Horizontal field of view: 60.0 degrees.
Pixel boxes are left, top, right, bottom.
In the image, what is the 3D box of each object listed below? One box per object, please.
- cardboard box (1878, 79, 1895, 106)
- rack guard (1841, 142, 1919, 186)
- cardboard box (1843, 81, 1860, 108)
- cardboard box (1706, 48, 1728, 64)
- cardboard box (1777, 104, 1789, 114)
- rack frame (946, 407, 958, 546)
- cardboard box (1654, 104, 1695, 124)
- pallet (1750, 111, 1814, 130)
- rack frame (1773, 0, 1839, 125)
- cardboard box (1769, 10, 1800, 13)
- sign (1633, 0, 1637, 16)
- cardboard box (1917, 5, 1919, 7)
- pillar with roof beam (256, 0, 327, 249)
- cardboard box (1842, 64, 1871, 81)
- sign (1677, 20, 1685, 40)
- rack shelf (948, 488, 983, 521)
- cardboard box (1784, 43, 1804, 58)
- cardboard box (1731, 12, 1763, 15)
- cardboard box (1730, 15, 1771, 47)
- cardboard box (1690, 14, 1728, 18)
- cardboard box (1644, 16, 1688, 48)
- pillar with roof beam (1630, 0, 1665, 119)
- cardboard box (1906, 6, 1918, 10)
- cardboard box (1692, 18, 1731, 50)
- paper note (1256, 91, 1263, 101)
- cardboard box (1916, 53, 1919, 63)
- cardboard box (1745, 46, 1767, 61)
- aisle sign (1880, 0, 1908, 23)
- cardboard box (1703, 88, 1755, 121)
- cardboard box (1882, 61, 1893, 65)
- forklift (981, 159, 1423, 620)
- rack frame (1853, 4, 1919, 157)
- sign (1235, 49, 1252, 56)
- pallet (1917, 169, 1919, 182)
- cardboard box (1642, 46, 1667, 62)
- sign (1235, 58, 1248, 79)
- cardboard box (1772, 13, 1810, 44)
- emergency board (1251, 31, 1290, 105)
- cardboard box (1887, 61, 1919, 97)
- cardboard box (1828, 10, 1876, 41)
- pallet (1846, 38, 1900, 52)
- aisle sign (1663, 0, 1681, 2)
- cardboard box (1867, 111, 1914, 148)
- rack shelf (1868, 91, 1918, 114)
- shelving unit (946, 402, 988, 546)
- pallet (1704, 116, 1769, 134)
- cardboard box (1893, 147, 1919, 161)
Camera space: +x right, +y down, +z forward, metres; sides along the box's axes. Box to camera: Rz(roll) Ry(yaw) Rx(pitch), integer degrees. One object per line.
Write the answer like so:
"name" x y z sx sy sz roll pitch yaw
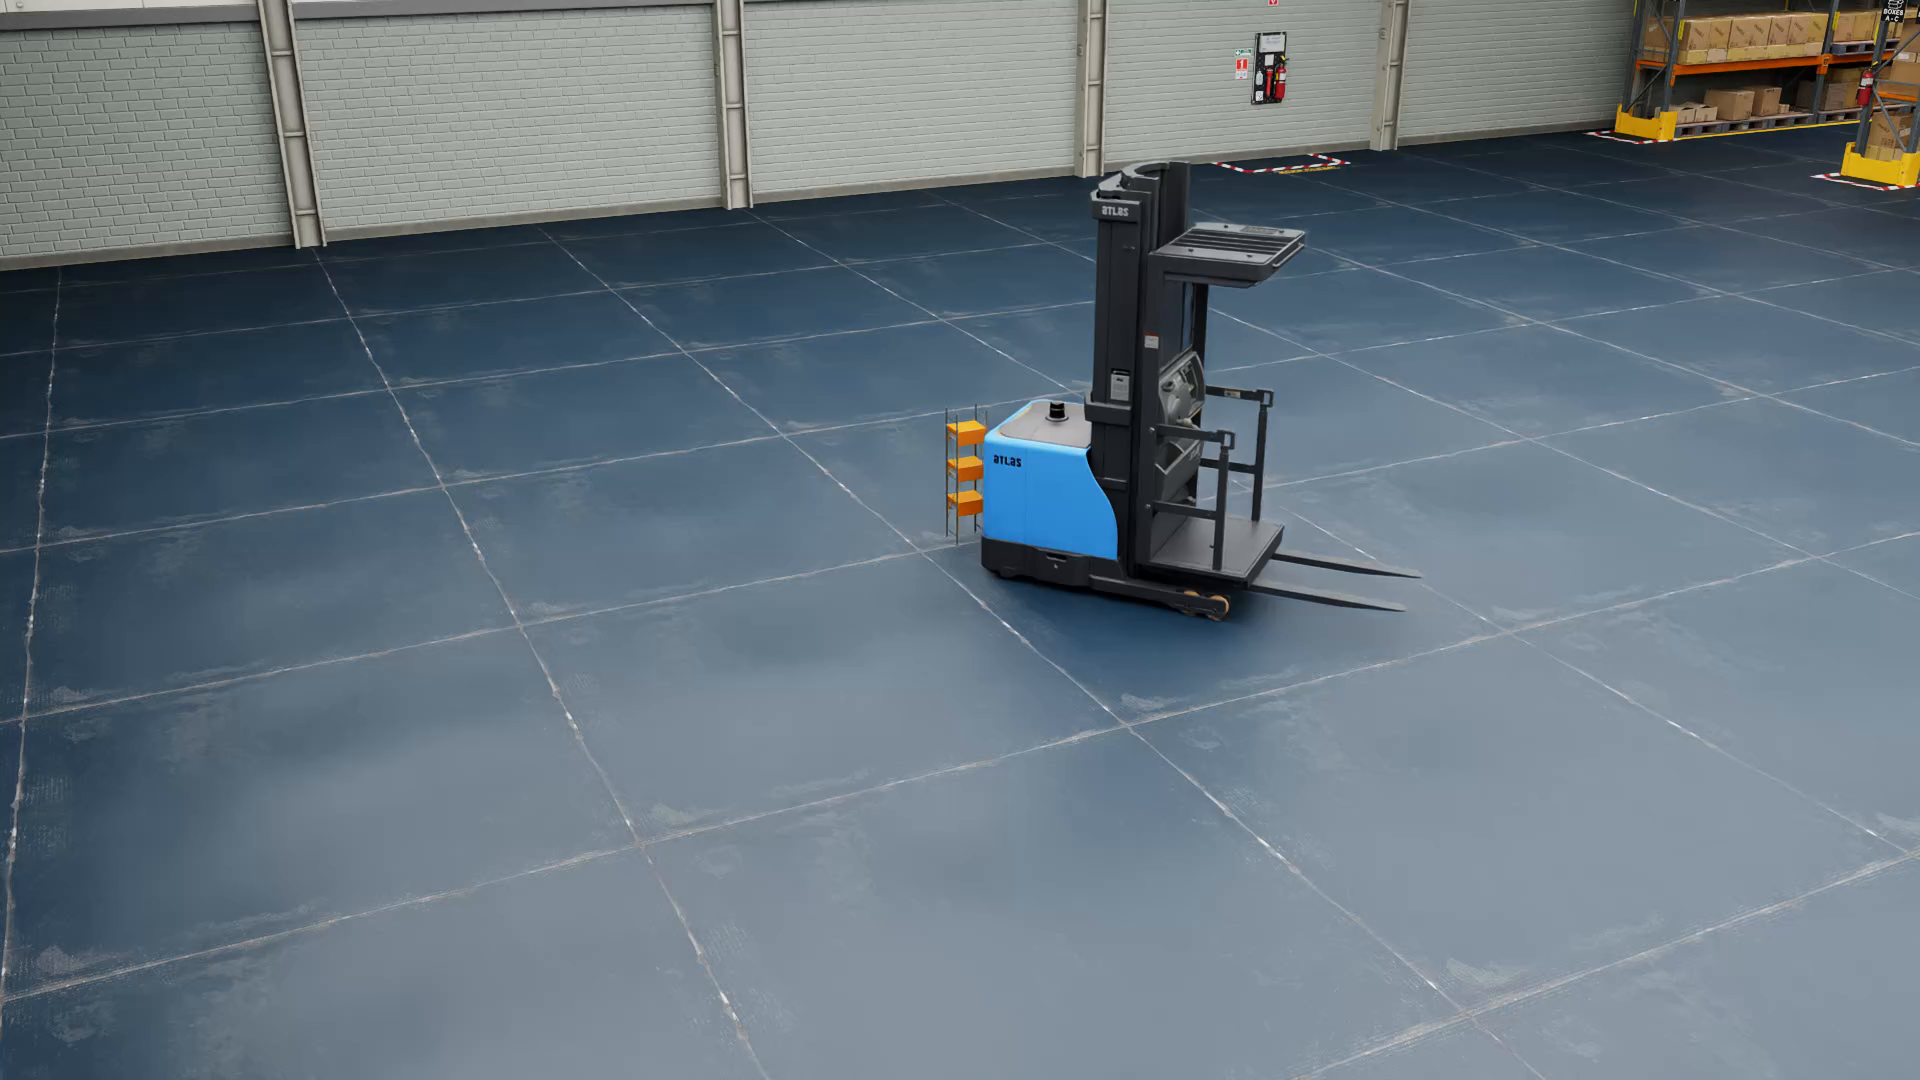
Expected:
"cardboard box" 18.287 -9.009 33.285 0.500 0.500 0.700 -11 25 -24
"rack guard" 14.785 -6.043 26.695 0.348 0.500 1.175 -10 25 -24
"cardboard box" 17.359 -8.851 32.904 0.500 0.500 0.700 -11 25 -25
"cardboard box" 13.694 -8.911 30.525 0.500 0.250 0.500 -11 25 -25
"cardboard box" 15.790 -8.367 32.171 0.250 0.166 0.380 -14 26 -30
"rack frame" -0.062 -0.474 12.522 0.008 1.050 0.200 -10 25 -24
"cardboard box" 13.317 -7.953 30.982 0.500 0.311 0.500 -14 26 -30
"pallet" 15.669 -8.160 32.187 1.213 0.211 1.003 -10 25 -24
"rack frame" 16.259 -9.572 31.952 0.127 3.000 1.000 -10 25 -24
"cardboard box" 15.745 -9.852 31.819 0.500 0.500 0.500 -11 25 -25
"sign" 12.432 -9.784 30.537 0.005 0.325 0.100 -10 25 -24
"cardboard box" 19.282 -10.659 33.023 0.250 0.149 0.380 -15 27 -32
"pillar with roof beam" -6.848 -6.630 17.001 0.400 9.000 9.100 -10 25 -24
"cardboard box" 17.777 -9.256 32.902 0.500 0.250 0.500 -11 25 -25
"sign" 12.890 -9.121 29.732 0.005 0.325 0.100 -10 25 -24
"rack shelf" 0.048 -0.227 12.681 0.240 0.259 0.215 -10 25 -24
"cardboard box" 15.511 -9.249 31.342 0.500 0.250 0.500 -10 25 -23
"cardboard box" 14.826 -9.687 31.420 0.500 0.500 0.500 -10 24 -22
"cardboard box" 14.593 -9.422 30.780 0.500 0.500 0.500 -10 24 -22
"cardboard box" 13.909 -9.514 31.001 0.500 0.500 0.500 -11 25 -25
"cardboard box" 12.987 -9.346 30.597 0.500 0.500 0.500 -11 25 -24
"pillar with roof beam" 14.777 -10.611 26.618 0.400 9.000 9.100 -10 25 -24
"cardboard box" 18.952 -10.302 33.009 0.500 0.500 0.700 -13 26 -29
"cardboard box" 13.665 -9.249 30.362 0.500 0.500 0.500 -10 25 -23
"paper note" 5.071 -7.518 28.142 0.142 0.148 0.016 -10 25 -24
"cardboard box" 15.253 -7.539 26.061 0.250 0.149 0.380 -11 25 -24
"cardboard box" 14.612 -9.077 30.925 0.500 0.250 0.500 -10 25 -23
"aisle sign" 14.620 -8.493 25.948 0.004 0.787 0.394 -10 25 -24
"cardboard box" 14.514 -8.240 31.426 0.500 0.500 0.700 -12 25 -27
"cardboard box" 18.696 -9.420 33.297 0.500 0.250 0.500 -10 24 -23
"forklift" 1.714 -1.036 11.420 3.031 2.935 1.130 10 24 23
"rack frame" 14.806 -7.202 26.227 0.127 3.000 1.000 -10 25 -24
"sign" 4.726 -8.134 27.738 0.331 0.109 0.001 -10 25 -24
"pallet" 15.477 -6.055 27.101 1.213 0.211 1.003 -10 25 -24
"cardboard box" 12.992 -8.993 30.723 0.500 0.250 0.500 -10 25 -23
"sign" 4.718 -7.891 27.844 0.234 0.329 0.001 -10 25 -24
"cardboard box" 15.520 -9.589 31.182 0.500 0.500 0.500 -11 25 -24
"emergency board" 5.261 -7.931 27.987 0.643 1.169 0.194 -10 25 -24
"cardboard box" 15.233 -7.321 26.384 0.500 0.500 0.700 -10 25 -24
"cardboard box" 17.239 -9.984 32.242 0.500 0.500 0.700 -8 24 -18
"pallet" 18.097 -9.804 32.764 1.213 0.211 1.003 -10 25 -24
"aisle sign" 12.720 -9.994 29.573 0.004 0.787 0.394 -10 25 -24
"cardboard box" 15.161 -6.663 26.991 0.500 0.500 0.500 -10 25 -24
"rack shelf" 16.609 -7.201 27.166 4.000 0.370 1.077 -10 25 -24
"shelving unit" 0.048 -0.494 12.571 0.252 1.050 0.215 -10 25 -24
"pallet" 14.568 -7.956 31.694 1.213 0.211 1.003 -10 25 -24
"cardboard box" 15.386 -6.138 26.702 0.500 0.250 0.500 -10 25 -24
